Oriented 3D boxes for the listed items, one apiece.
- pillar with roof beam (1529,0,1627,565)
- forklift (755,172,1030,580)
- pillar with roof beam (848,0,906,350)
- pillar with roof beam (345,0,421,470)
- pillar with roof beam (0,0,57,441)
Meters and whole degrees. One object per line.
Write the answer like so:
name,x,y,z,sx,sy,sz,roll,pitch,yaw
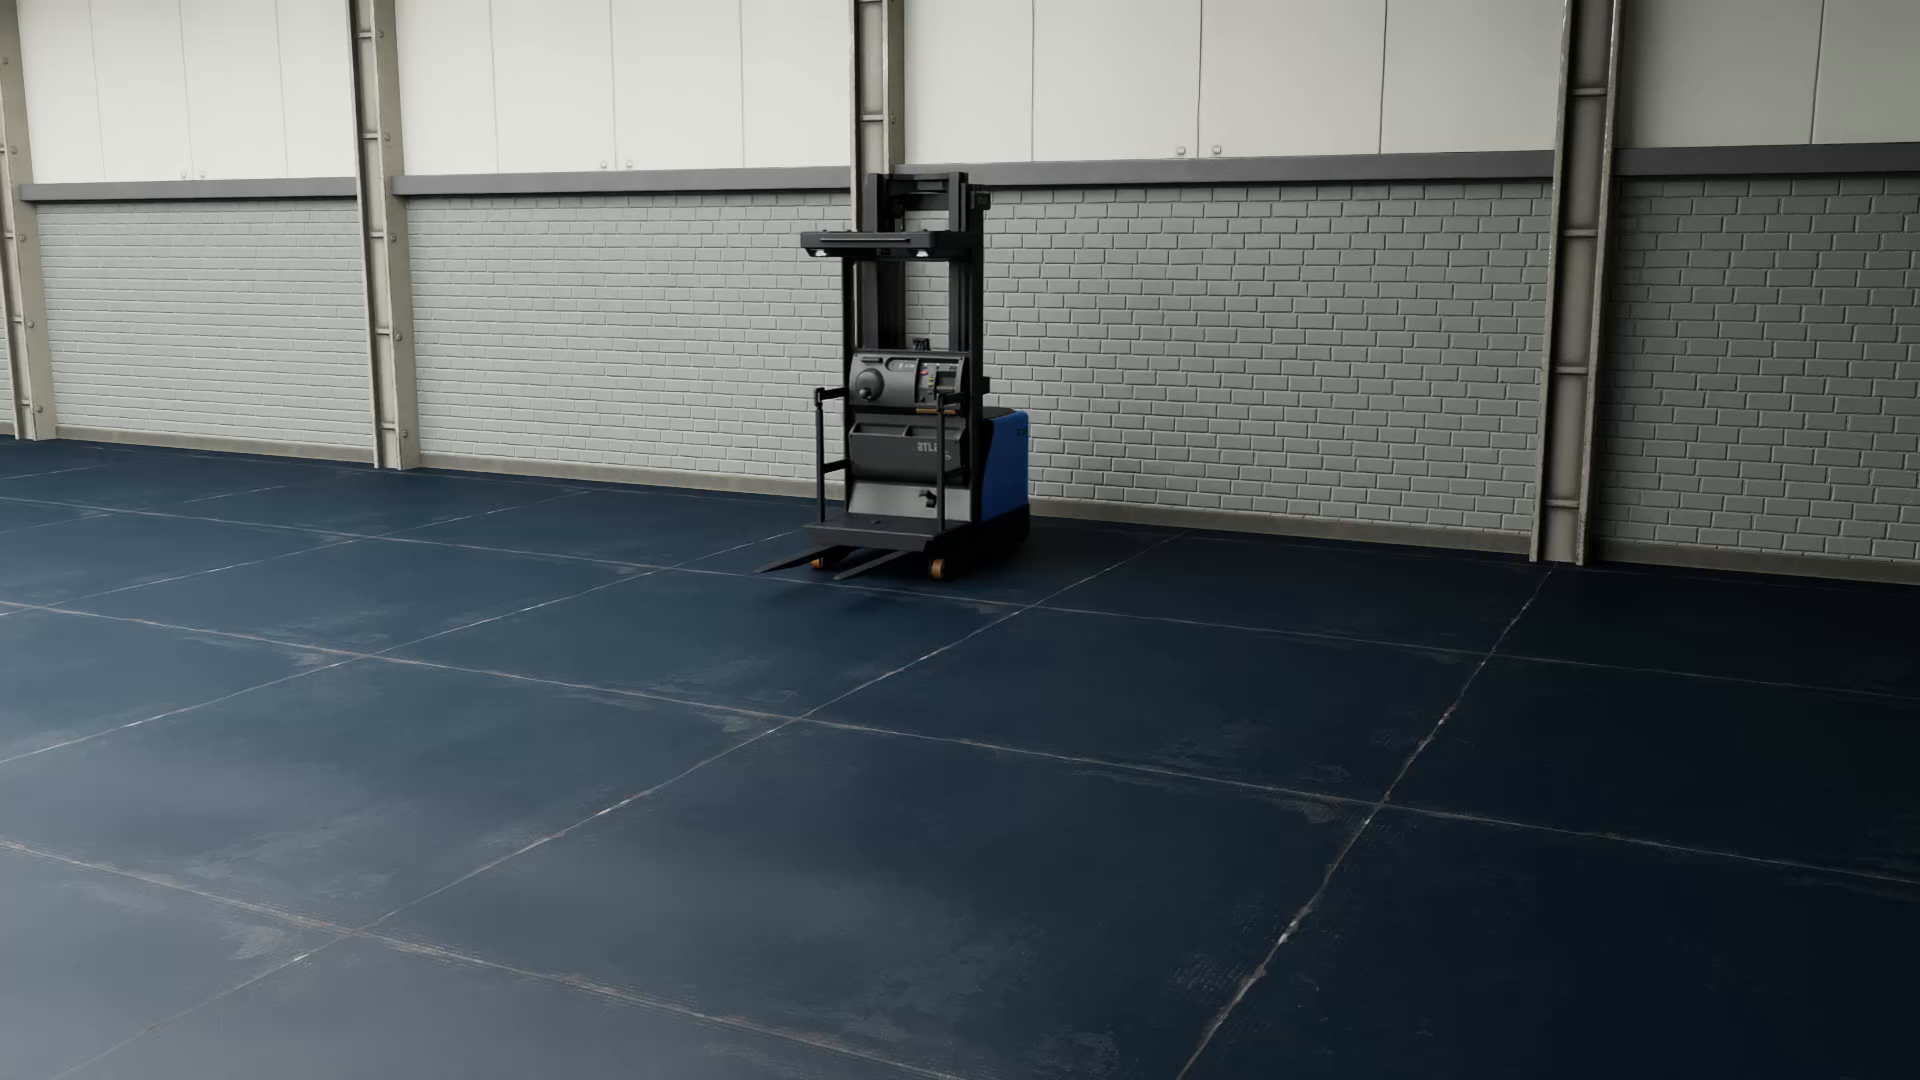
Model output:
pillar with roof beam,2.736,-3.588,8.286,0.400,9.000,9.100,5,11,26
forklift,-0.484,-1.234,12.320,1.130,2.935,3.031,4,11,23
pillar with roof beam,-2.644,-4.061,10.898,0.400,9.000,9.100,5,11,26
pillar with roof beam,-8.025,-4.533,13.510,0.400,9.000,9.100,5,11,26
pillar with roof beam,-13.406,-5.006,16.123,0.400,9.000,9.100,5,11,26
